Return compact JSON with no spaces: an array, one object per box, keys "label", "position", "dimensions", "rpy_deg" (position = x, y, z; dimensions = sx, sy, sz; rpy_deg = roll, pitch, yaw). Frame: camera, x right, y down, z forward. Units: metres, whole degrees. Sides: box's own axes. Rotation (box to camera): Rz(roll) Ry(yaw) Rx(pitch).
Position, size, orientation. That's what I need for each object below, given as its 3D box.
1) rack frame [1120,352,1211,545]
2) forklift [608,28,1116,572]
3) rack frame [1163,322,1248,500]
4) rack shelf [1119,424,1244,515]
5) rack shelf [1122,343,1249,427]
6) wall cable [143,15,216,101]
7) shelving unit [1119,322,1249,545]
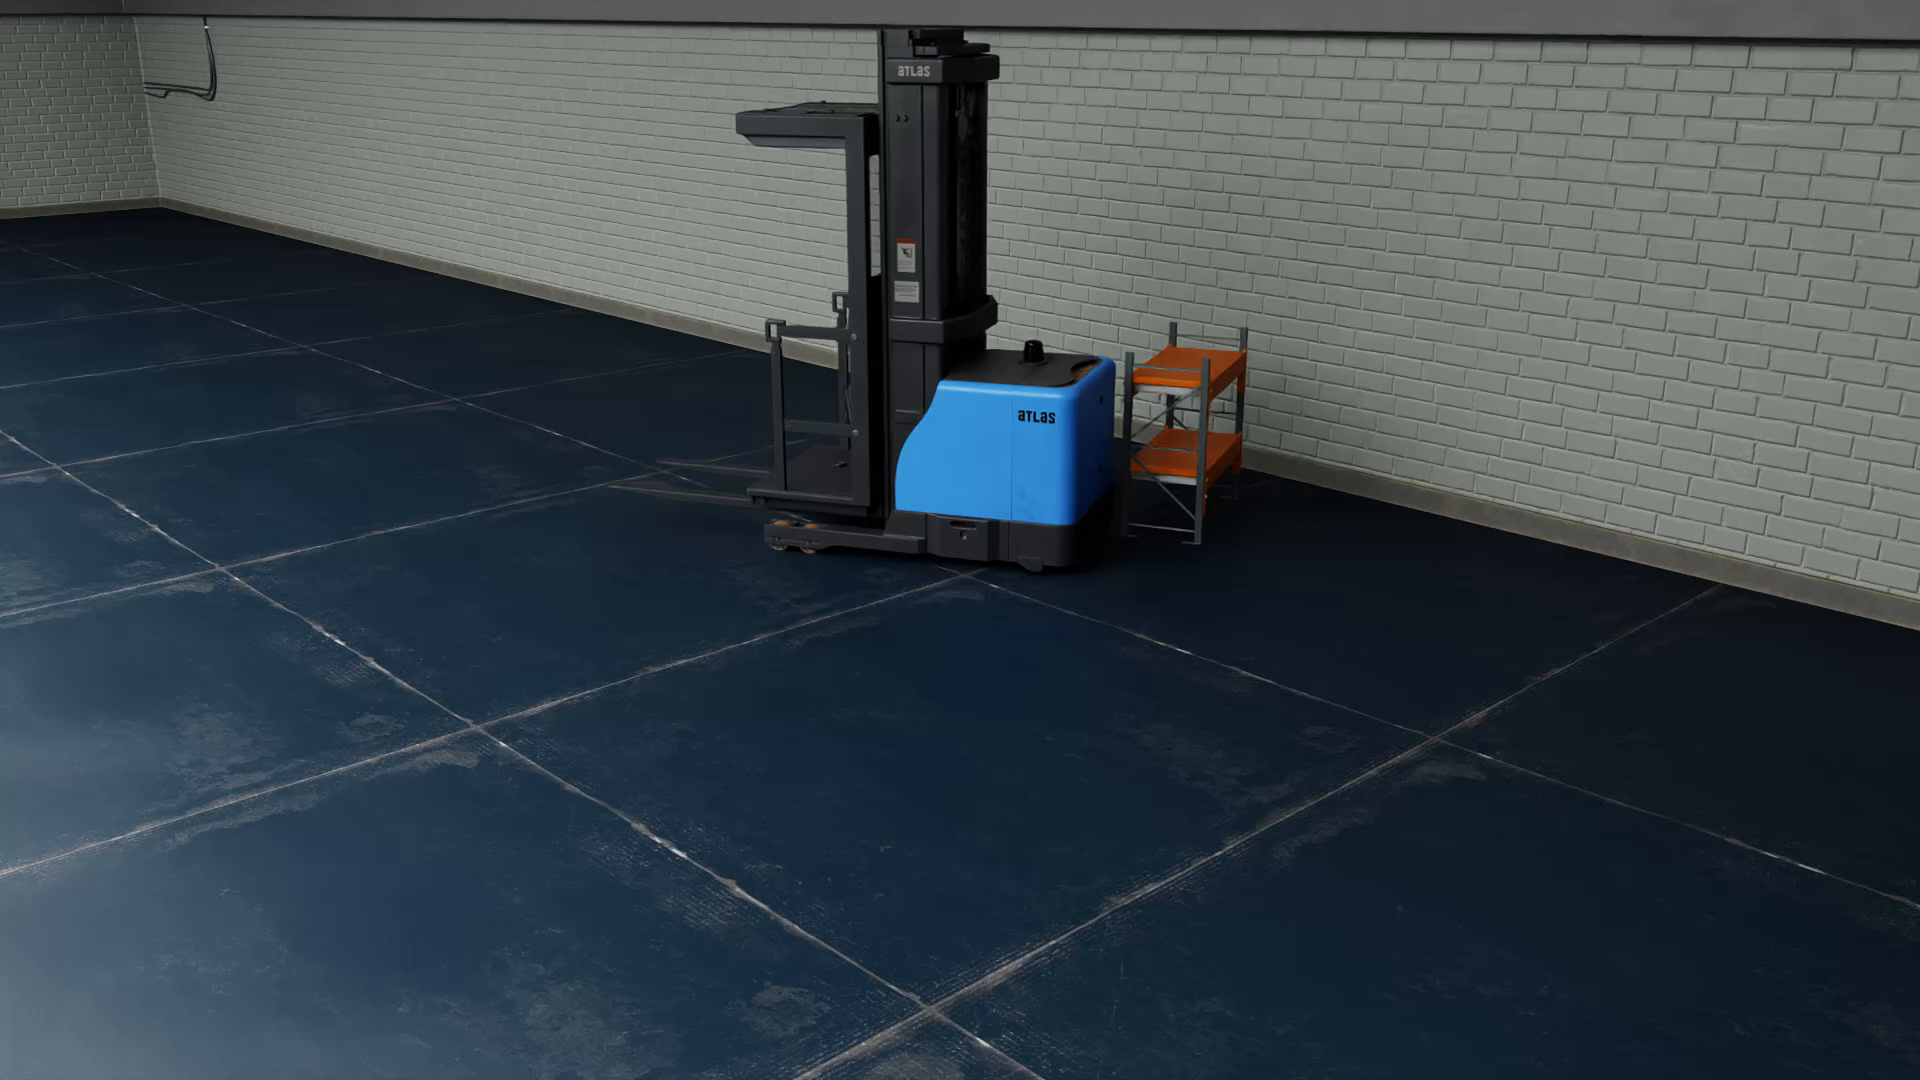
[{"label":"rack frame","position":[1.205,-0.536,9.813],"dimensions":[0.500,1.125,0.032],"rpy_deg":[7,19,20]},{"label":"forklift","position":[-0.638,-1.466,9.754],"dimensions":[3.031,2.935,1.130],"rpy_deg":[6,19,17]},{"label":"rack frame","position":[1.576,-0.828,10.714],"dimensions":[0.500,1.125,0.032],"rpy_deg":[7,19,20]},{"label":"rack shelf","position":[1.390,-0.449,10.339],"dimensions":[0.538,0.278,1.000],"rpy_deg":[7,19,20]},{"label":"rack shelf","position":[1.390,-0.960,10.173],"dimensions":[0.538,0.278,1.000],"rpy_deg":[7,19,20]},{"label":"wall cable","position":[-11.579,-7.710,24.210],"dimensions":[0.112,2.526,3.097],"rpy_deg":[-16,24,-41]},{"label":"shelving unit","position":[1.390,-0.682,10.264],"dimensions":[0.538,1.125,1.048],"rpy_deg":[7,19,20]}]
